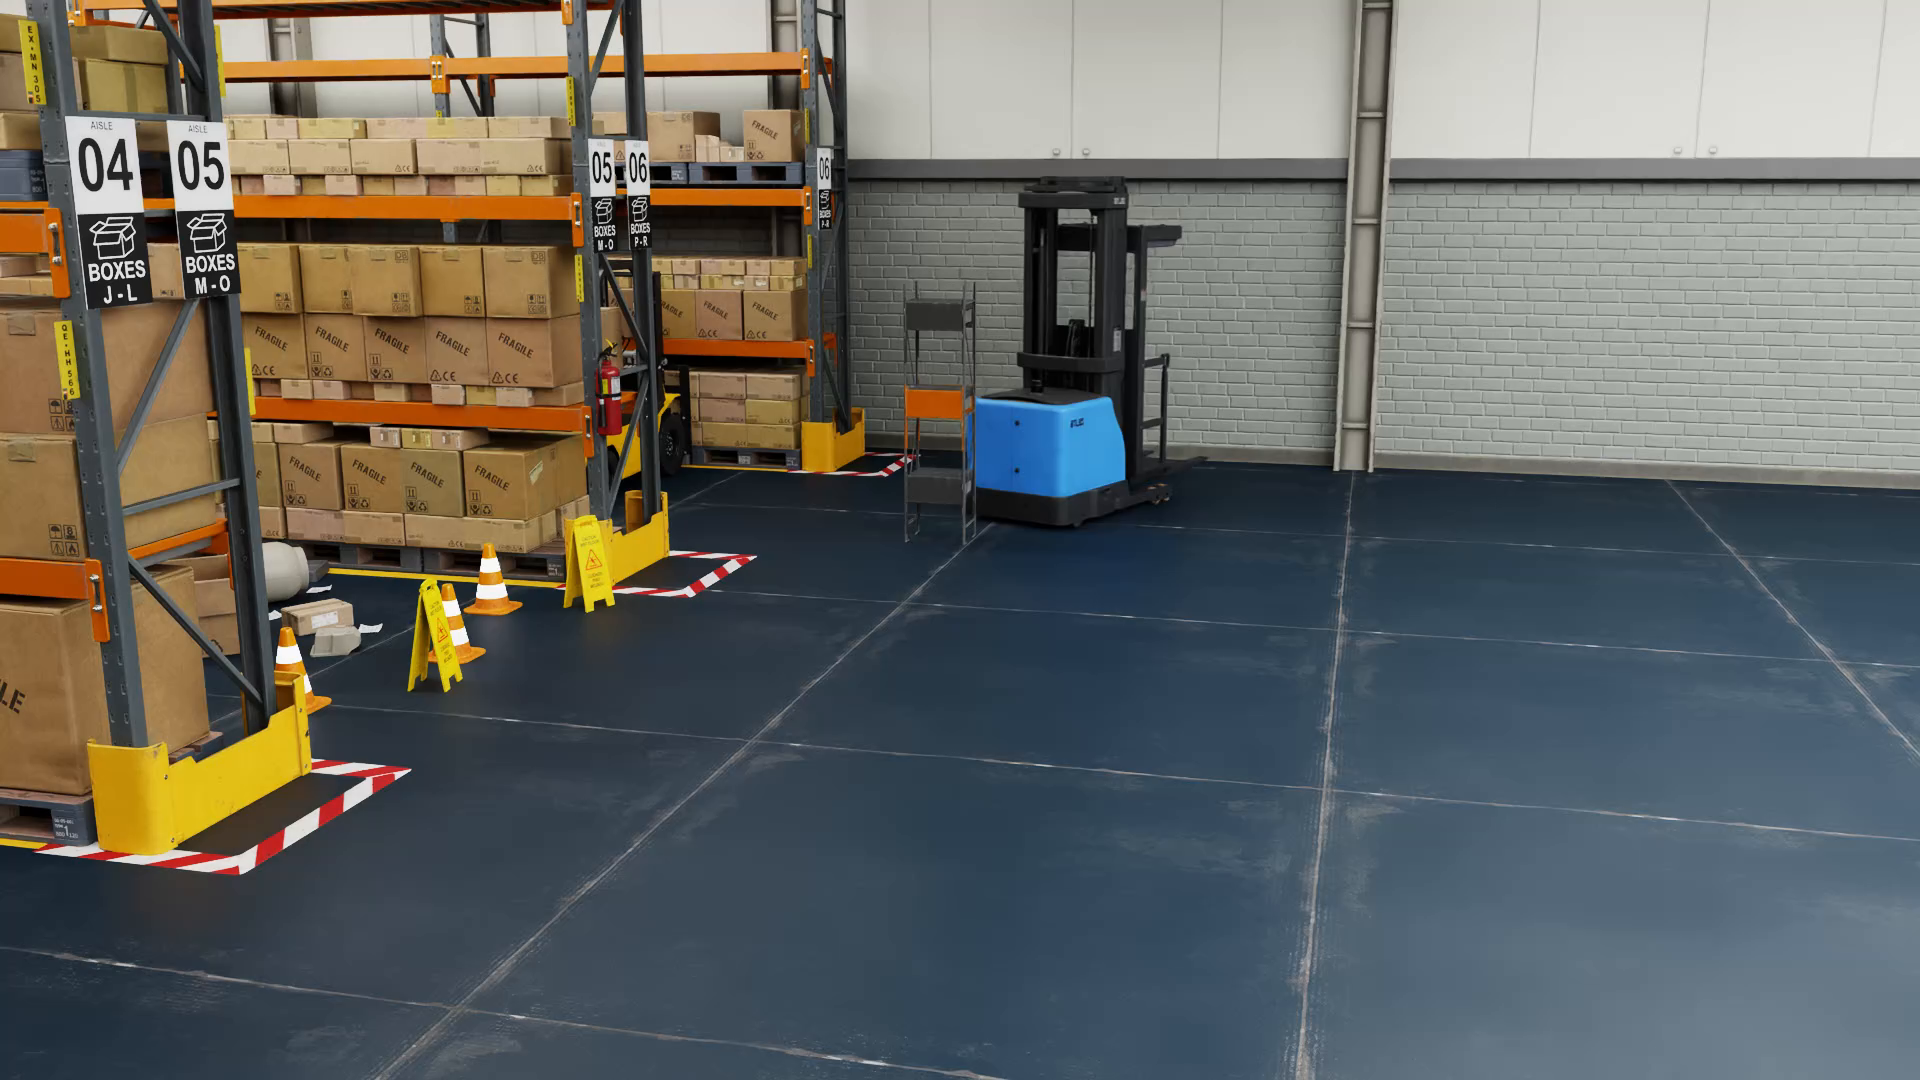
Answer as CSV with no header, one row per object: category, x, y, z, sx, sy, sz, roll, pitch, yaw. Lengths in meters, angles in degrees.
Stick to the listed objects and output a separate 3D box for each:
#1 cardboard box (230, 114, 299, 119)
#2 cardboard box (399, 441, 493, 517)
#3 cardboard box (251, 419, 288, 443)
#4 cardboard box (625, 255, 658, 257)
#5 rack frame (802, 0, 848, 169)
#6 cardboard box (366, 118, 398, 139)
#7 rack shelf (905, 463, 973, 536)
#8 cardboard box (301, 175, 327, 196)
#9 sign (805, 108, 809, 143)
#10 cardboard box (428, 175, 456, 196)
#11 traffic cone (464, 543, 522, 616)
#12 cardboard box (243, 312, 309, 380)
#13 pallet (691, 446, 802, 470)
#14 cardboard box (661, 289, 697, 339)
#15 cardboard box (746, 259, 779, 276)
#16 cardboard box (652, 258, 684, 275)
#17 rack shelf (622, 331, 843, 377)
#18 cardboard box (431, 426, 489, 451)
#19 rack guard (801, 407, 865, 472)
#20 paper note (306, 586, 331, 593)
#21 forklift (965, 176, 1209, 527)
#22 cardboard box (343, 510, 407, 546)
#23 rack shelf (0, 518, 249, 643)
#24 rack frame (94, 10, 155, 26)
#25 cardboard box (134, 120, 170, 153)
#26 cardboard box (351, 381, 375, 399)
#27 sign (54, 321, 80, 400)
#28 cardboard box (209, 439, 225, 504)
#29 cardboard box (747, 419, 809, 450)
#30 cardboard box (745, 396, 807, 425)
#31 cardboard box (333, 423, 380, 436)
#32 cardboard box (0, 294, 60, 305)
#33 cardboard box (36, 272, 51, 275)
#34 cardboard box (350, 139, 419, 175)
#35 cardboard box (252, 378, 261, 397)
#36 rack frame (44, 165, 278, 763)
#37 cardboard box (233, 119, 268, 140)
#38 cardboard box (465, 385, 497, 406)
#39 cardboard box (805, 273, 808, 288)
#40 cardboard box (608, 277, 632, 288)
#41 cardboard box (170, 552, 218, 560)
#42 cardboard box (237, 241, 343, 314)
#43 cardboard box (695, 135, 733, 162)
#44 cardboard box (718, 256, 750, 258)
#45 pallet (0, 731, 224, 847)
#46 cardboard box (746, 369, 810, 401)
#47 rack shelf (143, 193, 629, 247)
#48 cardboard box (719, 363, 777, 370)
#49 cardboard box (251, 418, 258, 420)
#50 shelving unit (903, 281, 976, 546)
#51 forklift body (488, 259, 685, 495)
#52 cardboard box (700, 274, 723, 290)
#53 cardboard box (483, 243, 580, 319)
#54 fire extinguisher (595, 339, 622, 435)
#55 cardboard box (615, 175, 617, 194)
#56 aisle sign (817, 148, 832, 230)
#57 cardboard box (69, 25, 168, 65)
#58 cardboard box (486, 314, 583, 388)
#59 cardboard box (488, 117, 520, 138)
cardboard box,-7.472,-4.320,17.923,0.500,0.500,0.500,3,13,15
cardboard box,-3.872,-0.477,12.607,0.500,0.500,0.500,4,13,16
cardboard box,-5.293,-0.856,12.815,0.250,0.149,0.380,4,13,16
cardboard box,-3.366,-2.952,17.697,0.250,0.149,0.380,3,13,15
rack frame,-1.338,-5.208,16.433,0.127,3.000,1.000,3,13,14
cardboard box,-4.134,-3.010,12.189,0.250,0.149,0.380,3,13,12
rack shelf,-0.161,-0.337,13.700,0.480,0.518,0.431,3,13,14
cardboard box,-4.664,-2.637,12.347,0.250,0.149,0.380,3,13,14
sign,-1.482,-4.024,16.159,0.005,0.325,0.100,3,13,14
cardboard box,-3.667,-2.591,12.141,0.250,0.149,0.380,3,13,14
traffic cone,-3.251,0.252,11.529,0.334,0.463,0.336,3,13,14
cardboard box,-5.070,-1.506,12.677,0.500,0.500,0.500,3,13,13
pallet,-2.091,-0.949,17.523,1.213,0.211,1.003,3,13,14
cardboard box,-2.878,-2.354,17.187,0.500,0.500,0.500,3,13,12
cardboard box,-1.984,-2.771,16.881,0.250,0.149,0.380,3,13,14
cardboard box,-3.000,-2.810,17.057,0.250,0.149,0.380,3,13,15
rack shelf,-3.280,-2.032,17.628,4.000,0.370,1.077,3,13,14
cardboard box,-3.737,-0.772,12.440,0.250,0.149,0.380,3,13,15
rack guard,-1.315,-1.058,17.347,0.348,0.500,1.175,3,13,14
paper note,-4.651,0.354,12.070,0.148,0.019,0.142,-1,13,-6
forklift,1.305,-1.805,15.102,1.130,2.935,3.031,9,15,34
cardboard box,-4.384,-0.138,12.809,0.500,0.250,0.500,3,13,12
rack shelf,-5.554,0.058,8.207,4.000,0.370,1.077,3,13,14
rack frame,-9.105,-5.623,18.304,0.127,3.000,1.000,3,13,14
cardboard box,-3.868,-1.870,7.691,0.250,0.149,0.380,3,13,14
cardboard box,-4.418,-1.171,12.665,0.250,0.149,0.380,3,13,14
sign,-3.755,-0.757,6.999,0.005,0.325,0.100,3,13,14
cardboard box,-5.899,-0.584,13.090,0.500,0.500,0.500,4,13,16
cardboard box,-1.870,-1.100,17.145,0.500,0.250,0.500,3,13,14
cardboard box,-1.886,-1.346,17.098,0.500,0.250,0.500,3,13,13
cardboard box,-4.779,-0.645,13.364,0.500,0.500,0.500,4,13,17
cardboard box,-4.519,-0.826,7.693,0.550,0.550,0.875,3,13,14
cardboard box,-7.280,-1.953,13.722,0.500,0.500,0.500,3,13,14
cardboard box,-4.078,-2.794,12.136,0.500,0.250,0.500,3,13,15
cardboard box,-5.424,-1.207,12.828,0.250,0.149,0.380,3,13,15
rack frame,-3.612,-0.189,7.661,0.127,3.000,1.000,3,13,14
cardboard box,-5.165,-3.045,12.345,0.250,0.149,0.380,3,13,12
cardboard box,-3.455,-1.095,12.323,0.250,0.149,0.380,3,13,13
cardboard box,-1.606,-2.717,17.326,0.250,0.149,0.380,3,13,12
cardboard box,-3.479,-2.696,17.232,0.250,0.149,0.380,3,13,12
cardboard box,-5.693,0.118,12.042,0.500,0.500,0.500,-9,15,-35
cardboard box,-5.061,-1.994,12.569,0.500,0.500,0.700,3,13,12
cardboard box,-2.462,-3.924,16.681,0.258,0.266,0.396,3,13,14
cardboard box,-2.356,-2.900,17.464,0.250,0.149,0.380,3,13,14
pallet,-4.407,1.147,8.076,1.213,0.211,1.003,3,13,14
cardboard box,-1.860,-1.588,17.038,0.500,0.250,0.500,4,13,15
rack shelf,-4.466,-2.452,12.598,4.000,0.370,1.077,3,13,14
cardboard box,-2.246,-1.720,17.632,0.500,0.250,0.500,3,13,14
cardboard box,-7.867,-1.673,18.861,0.625,0.625,0.875,3,13,15
shelving unit,-0.161,-1.034,13.545,0.503,2.100,0.431,3,13,14
forklift body,-3.617,-1.580,15.889,1.214,2.155,2.313,3,13,14
cardboard box,-2.473,-2.653,17.036,0.250,0.149,0.380,3,13,13
cardboard box,-3.072,-1.898,12.138,0.500,0.500,0.700,3,13,12
fire extinguisher,-2.523,-1.095,11.922,0.183,0.674,0.296,3,13,14
cardboard box,-2.768,-2.663,12.464,0.250,0.149,0.380,3,13,14
aisle sign,-1.345,-3.483,16.507,0.004,0.787,0.394,3,13,14
cardboard box,-3.860,-2.258,7.601,0.250,0.149,0.380,3,13,14
cardboard box,-3.117,-1.400,12.199,0.500,0.500,0.500,3,13,13
cardboard box,-3.164,-2.943,11.889,0.250,0.149,0.380,3,13,15
